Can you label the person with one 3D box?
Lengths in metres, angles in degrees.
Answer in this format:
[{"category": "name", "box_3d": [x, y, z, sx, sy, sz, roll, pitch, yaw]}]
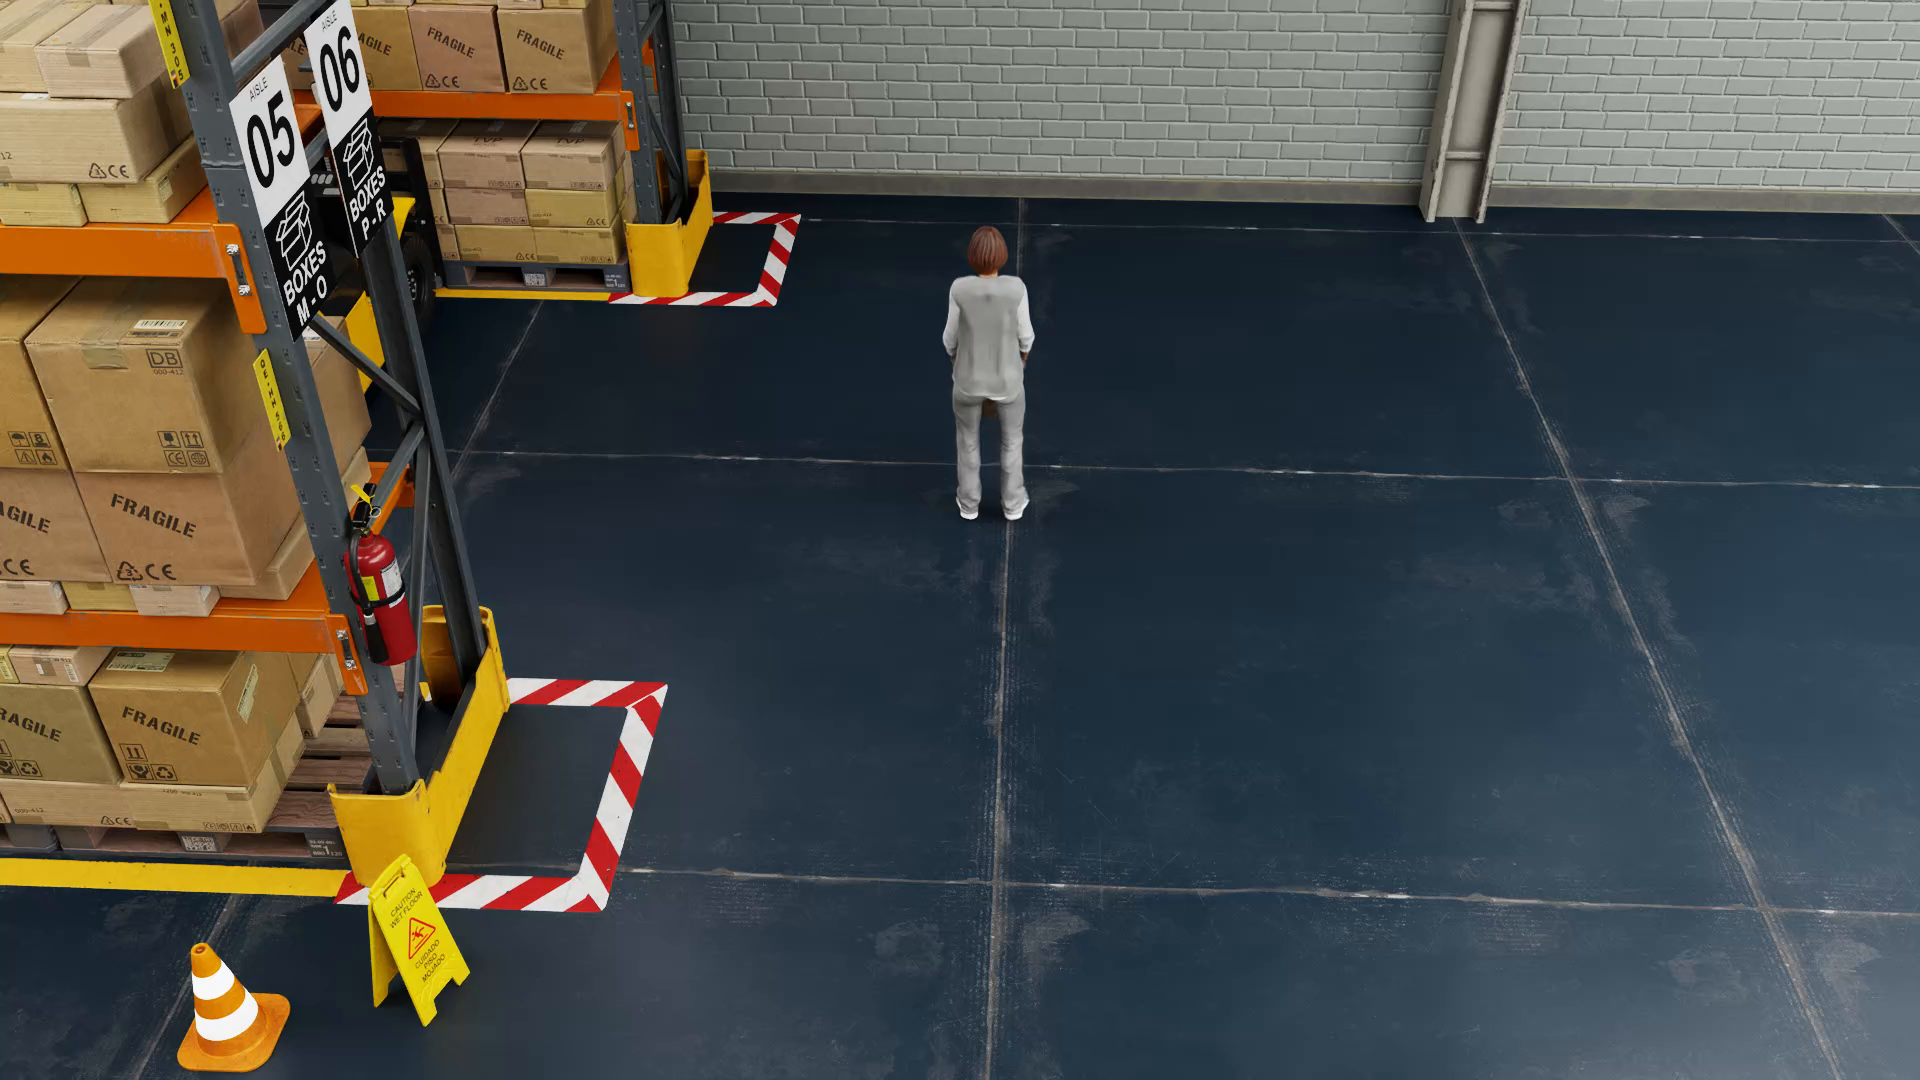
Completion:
[{"category": "person", "box_3d": [0.138, -0.799, 8.208, 0.447, 1.600, 0.347, 1, 36, 1]}]
